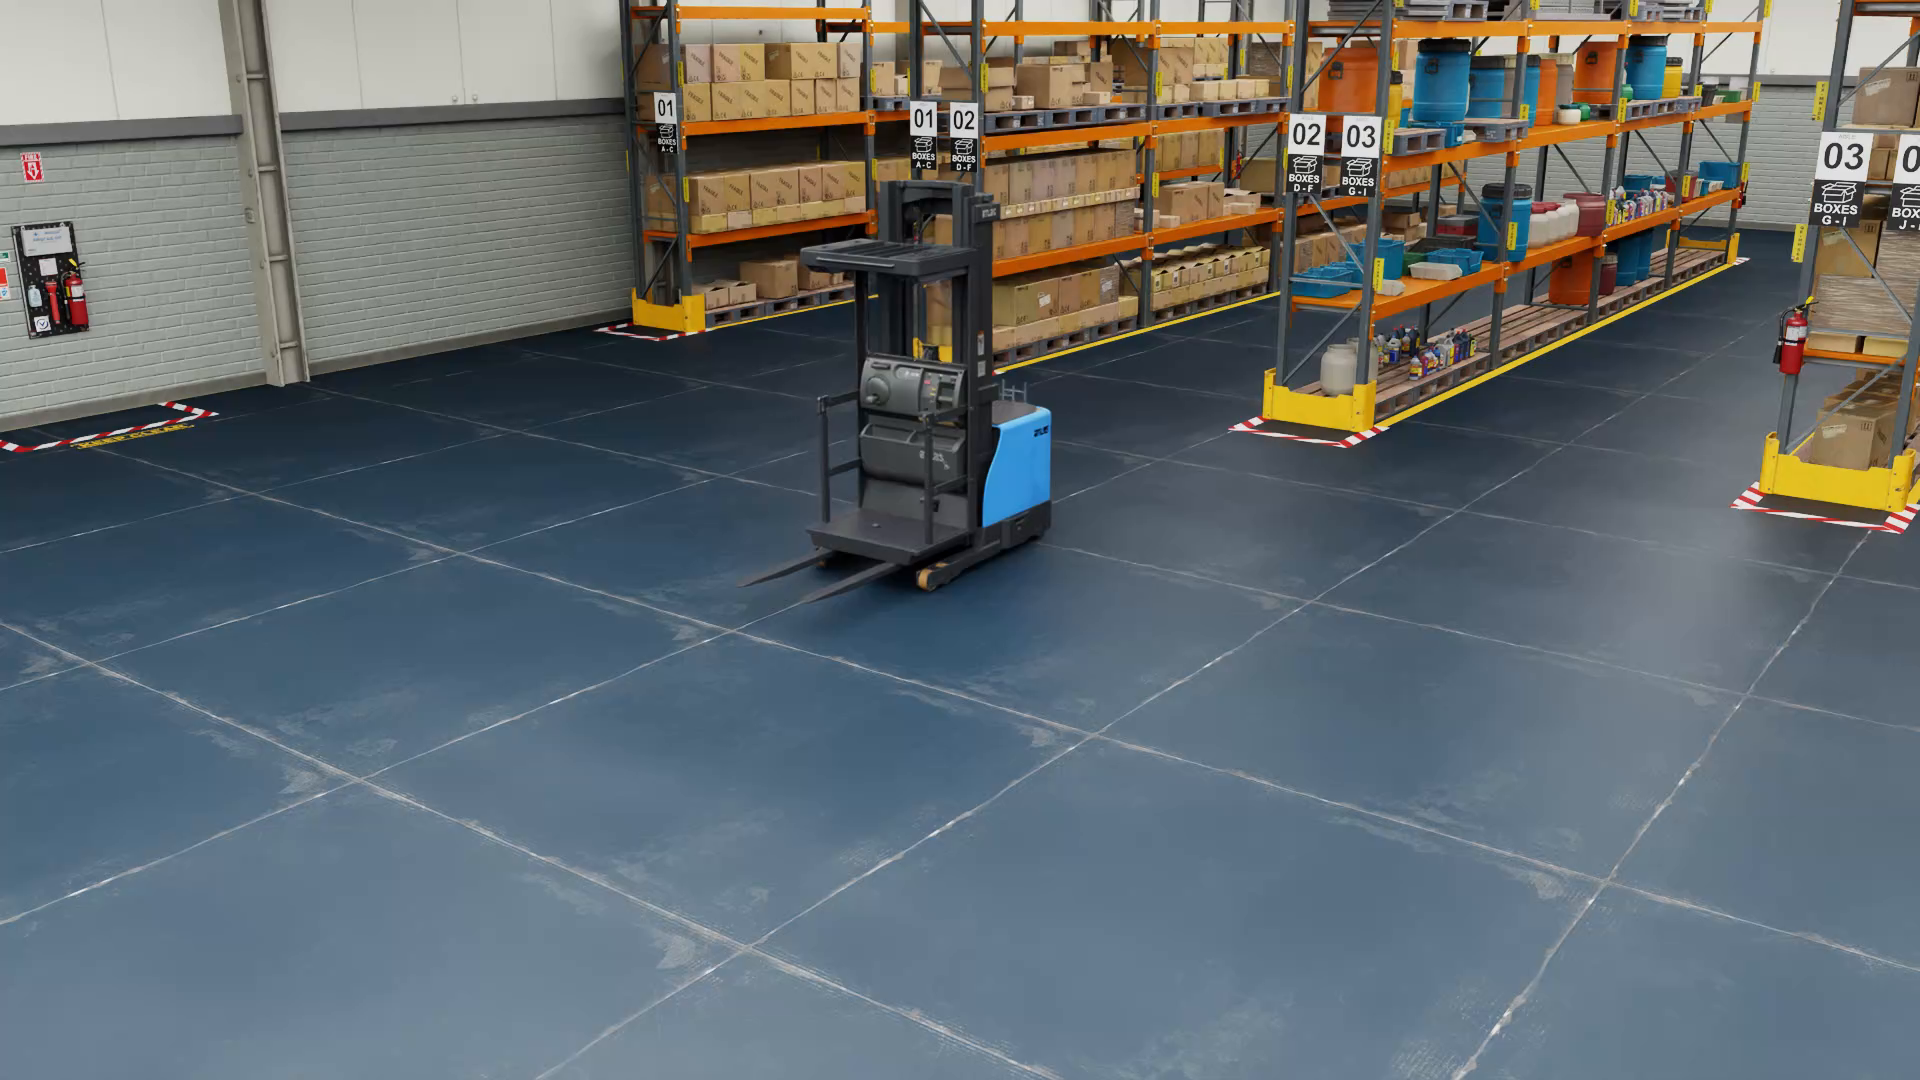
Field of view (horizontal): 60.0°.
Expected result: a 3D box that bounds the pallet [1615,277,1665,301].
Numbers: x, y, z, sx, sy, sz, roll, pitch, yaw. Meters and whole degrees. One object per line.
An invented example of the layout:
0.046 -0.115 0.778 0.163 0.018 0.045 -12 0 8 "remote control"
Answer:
10.473 -4.018 26.327 1.003 0.211 1.213 12 21 35 "pallet"

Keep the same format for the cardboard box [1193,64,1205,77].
4.555 -9.368 33.173 0.500 0.250 0.500 12 21 33 "cardboard box"

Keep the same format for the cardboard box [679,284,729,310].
-3.656 -3.494 23.728 0.500 0.311 0.500 10 20 29 "cardboard box"

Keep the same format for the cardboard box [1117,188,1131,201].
2.085 -4.693 22.537 0.380 0.149 0.250 12 21 34 "cardboard box"

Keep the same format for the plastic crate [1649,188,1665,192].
11.417 -5.738 27.525 0.437 0.125 0.590 12 21 35 "plastic crate"

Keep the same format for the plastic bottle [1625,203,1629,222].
9.742 -4.801 24.363 0.097 0.271 0.097 0 17 0 "plastic bottle"

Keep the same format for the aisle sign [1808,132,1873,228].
7.516 -3.073 14.197 0.394 0.787 0.004 12 21 35 "aisle sign"

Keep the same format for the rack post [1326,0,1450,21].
4.369 -5.452 16.970 0.937 0.300 0.954 15 23 40 "rack post"

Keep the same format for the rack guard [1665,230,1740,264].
13.353 -5.293 29.946 1.175 0.500 0.348 12 21 35 "rack guard"

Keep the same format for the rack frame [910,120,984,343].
-0.160 -3.544 20.099 1.000 3.000 0.127 12 21 35 "rack frame"

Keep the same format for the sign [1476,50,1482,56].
9.807 -9.108 31.464 0.100 0.325 0.005 12 21 35 "sign"

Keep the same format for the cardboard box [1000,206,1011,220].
0.402 -4.021 20.371 0.380 0.149 0.250 12 21 33 "cardboard box"

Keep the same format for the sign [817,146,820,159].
-2.205 -6.022 26.124 0.100 0.325 0.005 12 21 35 "sign"

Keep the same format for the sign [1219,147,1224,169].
4.166 -6.059 26.377 0.100 0.325 0.005 12 21 35 "sign"

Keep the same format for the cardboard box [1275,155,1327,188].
5.590 -6.052 27.298 0.500 0.500 0.700 -15 23 -40 "cardboard box"

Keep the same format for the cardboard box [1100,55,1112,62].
2.397 -8.777 30.982 0.700 0.500 0.500 11 20 32 "cardboard box"

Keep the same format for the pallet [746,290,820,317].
-2.855 -3.582 24.922 1.003 0.211 1.213 12 21 35 "pallet"

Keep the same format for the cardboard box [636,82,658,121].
-4.095 -6.053 22.917 0.500 0.500 0.500 14 22 39 "cardboard box"

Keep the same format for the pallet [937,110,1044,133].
0.282 -5.098 20.195 1.003 0.211 1.213 12 21 35 "pallet"

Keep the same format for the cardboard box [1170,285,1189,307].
2.969 -3.558 24.072 0.500 0.250 0.500 13 22 36 "cardboard box"

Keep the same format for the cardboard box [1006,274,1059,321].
0.923 -3.119 21.394 0.500 0.500 0.500 12 21 35 "cardboard box"

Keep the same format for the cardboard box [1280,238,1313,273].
5.415 -4.650 27.132 0.500 0.500 0.500 12 21 33 "cardboard box"

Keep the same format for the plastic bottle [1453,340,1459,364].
5.869 -2.238 19.729 0.061 0.283 0.133 14 22 38 "plastic bottle"

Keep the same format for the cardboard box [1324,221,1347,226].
6.506 -5.347 29.376 0.500 0.500 0.500 11 21 32 "cardboard box"

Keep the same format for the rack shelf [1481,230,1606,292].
7.391 -3.754 21.986 1.077 0.370 4.000 12 21 35 "rack shelf"

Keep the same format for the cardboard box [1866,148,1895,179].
7.877 -3.314 14.551 0.500 0.250 0.500 13 21 36 "cardboard box"

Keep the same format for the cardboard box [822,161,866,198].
-1.790 -5.500 25.353 0.500 0.500 0.500 12 21 35 "cardboard box"

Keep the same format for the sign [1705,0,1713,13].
11.407 -8.194 25.308 0.100 0.325 0.005 12 21 35 "sign"

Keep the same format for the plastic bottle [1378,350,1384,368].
4.925 -2.127 19.513 0.097 0.201 0.097 0 17 0 "plastic bottle"

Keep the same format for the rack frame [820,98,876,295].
-1.757 -5.371 25.983 1.000 3.000 0.127 12 21 35 "rack frame"

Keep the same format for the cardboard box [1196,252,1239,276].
3.885 -4.192 25.168 0.500 0.311 0.500 12 21 34 "cardboard box"

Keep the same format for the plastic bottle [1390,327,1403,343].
5.273 -2.402 20.146 0.144 0.351 0.185 11 21 32 "plastic bottle"

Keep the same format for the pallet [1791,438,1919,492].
8.352 -0.667 15.534 1.003 0.211 1.213 12 21 35 "pallet"

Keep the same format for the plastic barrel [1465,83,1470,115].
5.785 -5.239 19.603 0.421 0.512 0.421 0 17 0 "plastic barrel"

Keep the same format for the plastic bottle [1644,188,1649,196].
10.566 -5.251 25.680 0.144 0.351 0.185 12 21 35 "plastic bottle"

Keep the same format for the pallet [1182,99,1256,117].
3.611 -6.348 24.387 1.003 0.211 1.213 14 22 37 "pallet"

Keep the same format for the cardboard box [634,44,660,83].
-4.093 -6.535 22.784 0.500 0.500 0.500 14 22 37 "cardboard box"

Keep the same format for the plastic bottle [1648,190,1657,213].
10.571 -5.182 25.456 0.144 0.351 0.185 12 21 35 "plastic bottle"

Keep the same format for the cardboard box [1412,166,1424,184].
8.115 -6.765 30.301 0.500 0.500 0.500 12 21 34 "cardboard box"

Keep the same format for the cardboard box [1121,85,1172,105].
2.599 -6.204 23.149 0.500 0.250 0.500 15 23 40 "cardboard box"

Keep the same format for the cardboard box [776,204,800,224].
-2.685 -4.783 24.308 0.500 0.250 0.500 13 21 35 "cardboard box"

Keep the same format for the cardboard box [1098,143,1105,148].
2.335 -7.080 30.782 0.500 0.500 0.500 12 21 35 "cardboard box"

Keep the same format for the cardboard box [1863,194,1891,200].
9.110 -3.112 16.352 0.500 0.500 0.500 12 21 35 "cardboard box"

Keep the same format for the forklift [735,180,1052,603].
-0.489 -1.177 12.590 1.130 2.935 3.031 12 21 33 "forklift"

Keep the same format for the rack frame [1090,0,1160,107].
2.224 -7.362 22.277 1.000 3.000 0.127 12 21 35 "rack frame"

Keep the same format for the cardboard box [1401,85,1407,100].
7.479 -7.835 29.113 0.500 0.250 0.500 12 21 35 "cardboard box"

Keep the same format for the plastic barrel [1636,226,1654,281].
10.628 -4.598 26.323 0.600 0.901 0.708 12 21 35 "plastic barrel"

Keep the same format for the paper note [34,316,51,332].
-9.657 -2.277 17.503 0.016 0.148 0.142 12 21 35 "paper note"

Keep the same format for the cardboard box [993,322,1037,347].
0.633 -2.640 21.115 0.500 0.250 0.500 12 21 35 "cardboard box"

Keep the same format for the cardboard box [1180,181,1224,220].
3.620 -5.095 24.924 0.500 0.500 0.500 11 20 32 "cardboard box"

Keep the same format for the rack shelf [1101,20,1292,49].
3.415 -7.304 23.977 1.077 0.370 4.000 12 21 35 "rack shelf"

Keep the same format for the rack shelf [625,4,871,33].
-2.949 -7.415 23.667 1.077 0.370 4.000 12 21 35 "rack shelf"

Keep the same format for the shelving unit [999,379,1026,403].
0.406 -0.748 14.128 0.258 1.200 0.189 12 21 33 "shelving unit"

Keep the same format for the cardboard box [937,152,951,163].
-0.370 -6.168 27.637 0.700 0.500 0.500 12 21 35 "cardboard box"

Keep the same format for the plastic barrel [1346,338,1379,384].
4.446 -1.970 18.517 0.421 0.512 0.421 0 17 0 "plastic barrel"

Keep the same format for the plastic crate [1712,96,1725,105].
12.318 -7.250 27.418 0.437 0.136 0.530 12 21 35 "plastic crate"
